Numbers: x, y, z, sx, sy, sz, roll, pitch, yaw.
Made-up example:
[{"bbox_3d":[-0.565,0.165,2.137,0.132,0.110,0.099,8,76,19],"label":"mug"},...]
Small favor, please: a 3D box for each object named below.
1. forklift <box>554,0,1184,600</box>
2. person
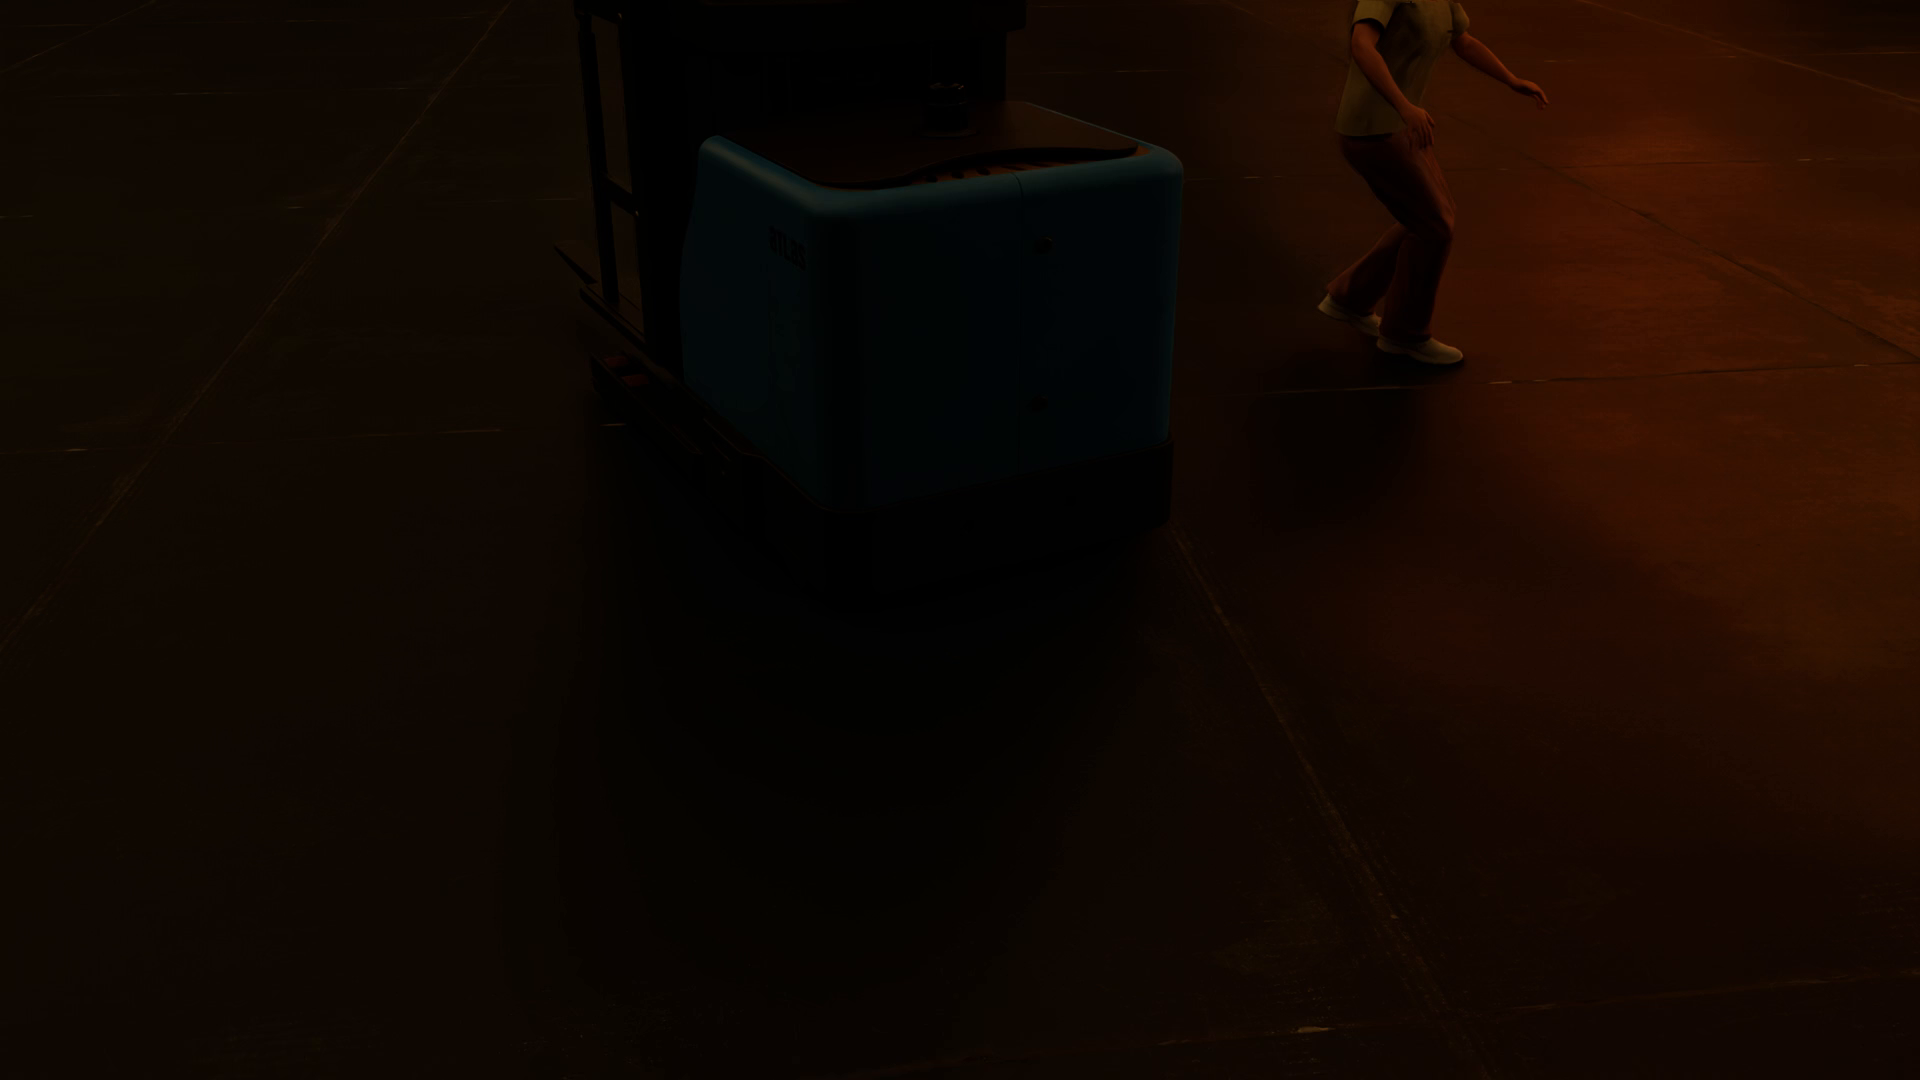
[{"bbox_3d":[-0.568,-1.775,4.914,1.130,2.935,3.031,-13,29,-25],"label":"forklift"},{"bbox_3d":[1.594,-1.371,5.645,0.682,1.570,0.740,13,28,24],"label":"person"}]
